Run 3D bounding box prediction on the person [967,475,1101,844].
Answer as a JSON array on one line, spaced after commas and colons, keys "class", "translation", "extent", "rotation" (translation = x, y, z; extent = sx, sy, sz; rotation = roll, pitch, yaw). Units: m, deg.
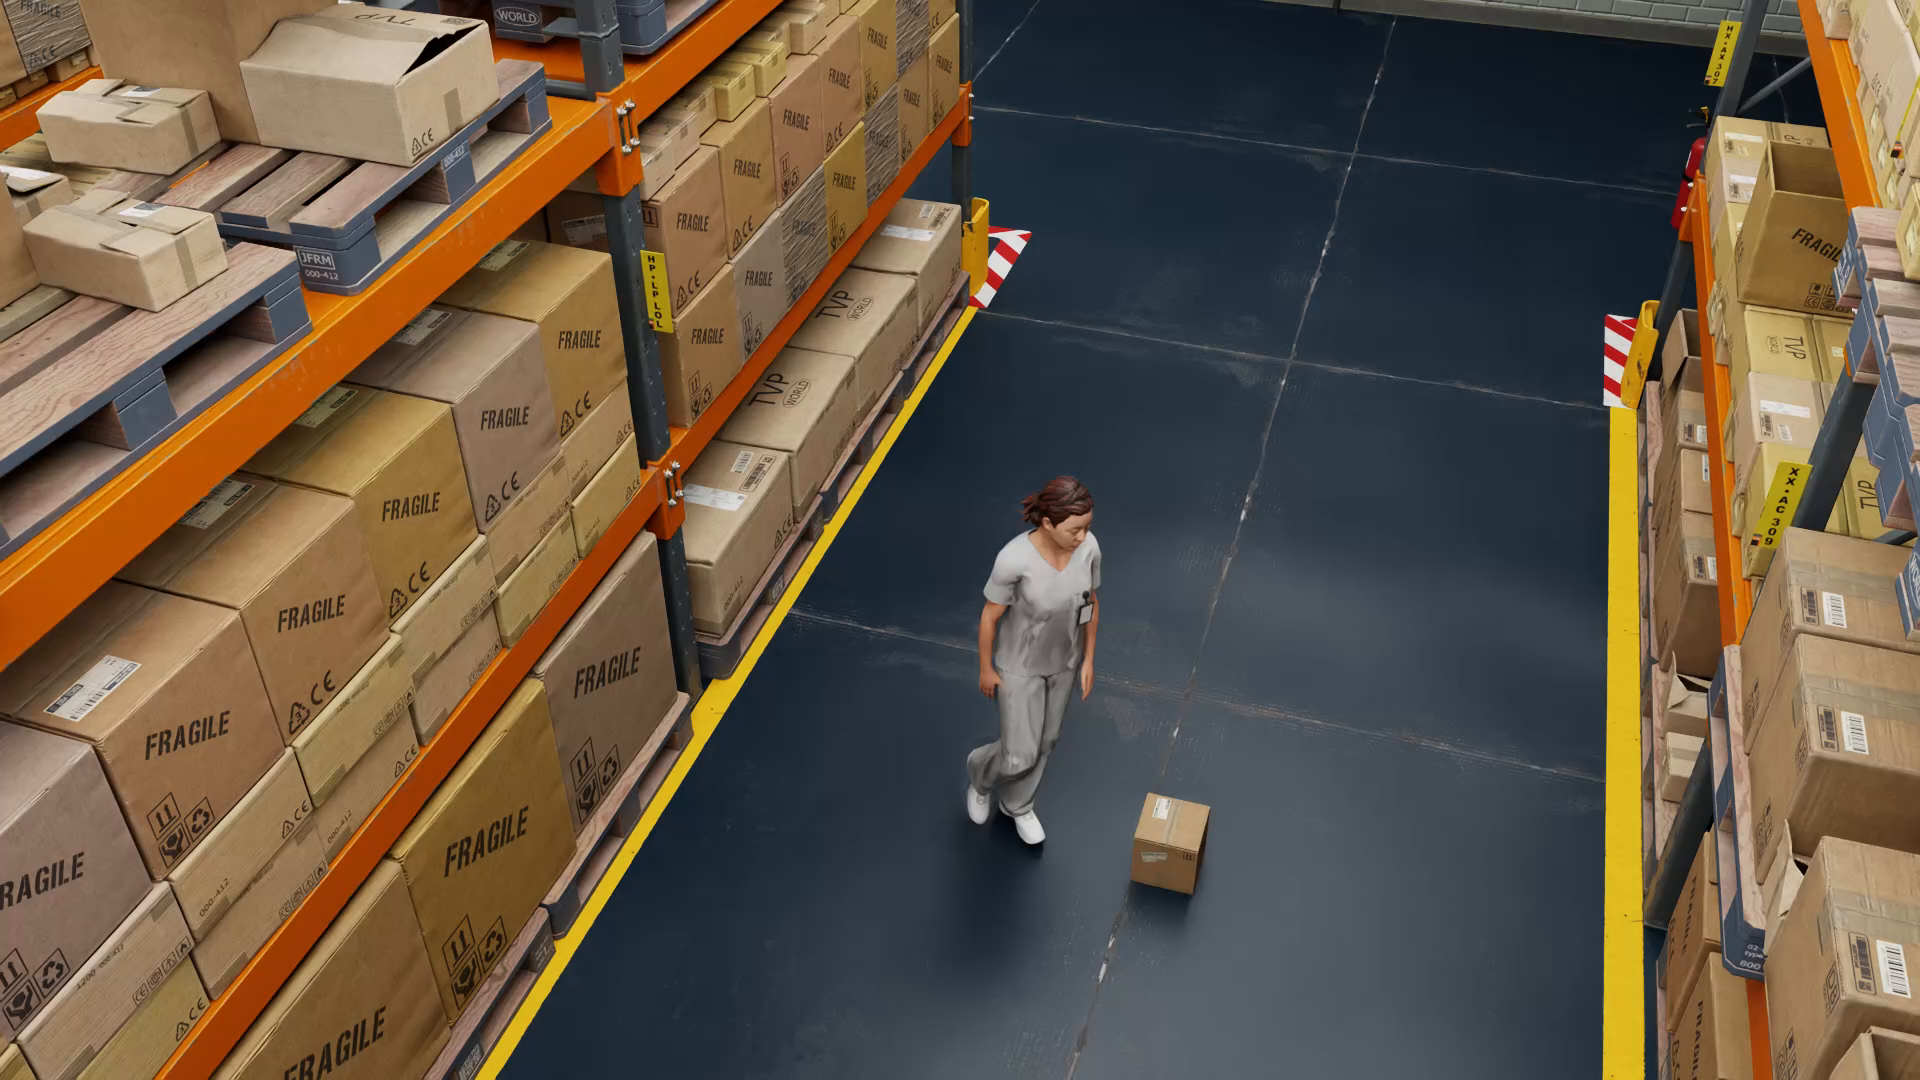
[{"class": "person", "translation": [0.294, 0.455, 6.275], "extent": [0.496, 1.658, 0.457], "rotation": [-17, 40, -21]}]
